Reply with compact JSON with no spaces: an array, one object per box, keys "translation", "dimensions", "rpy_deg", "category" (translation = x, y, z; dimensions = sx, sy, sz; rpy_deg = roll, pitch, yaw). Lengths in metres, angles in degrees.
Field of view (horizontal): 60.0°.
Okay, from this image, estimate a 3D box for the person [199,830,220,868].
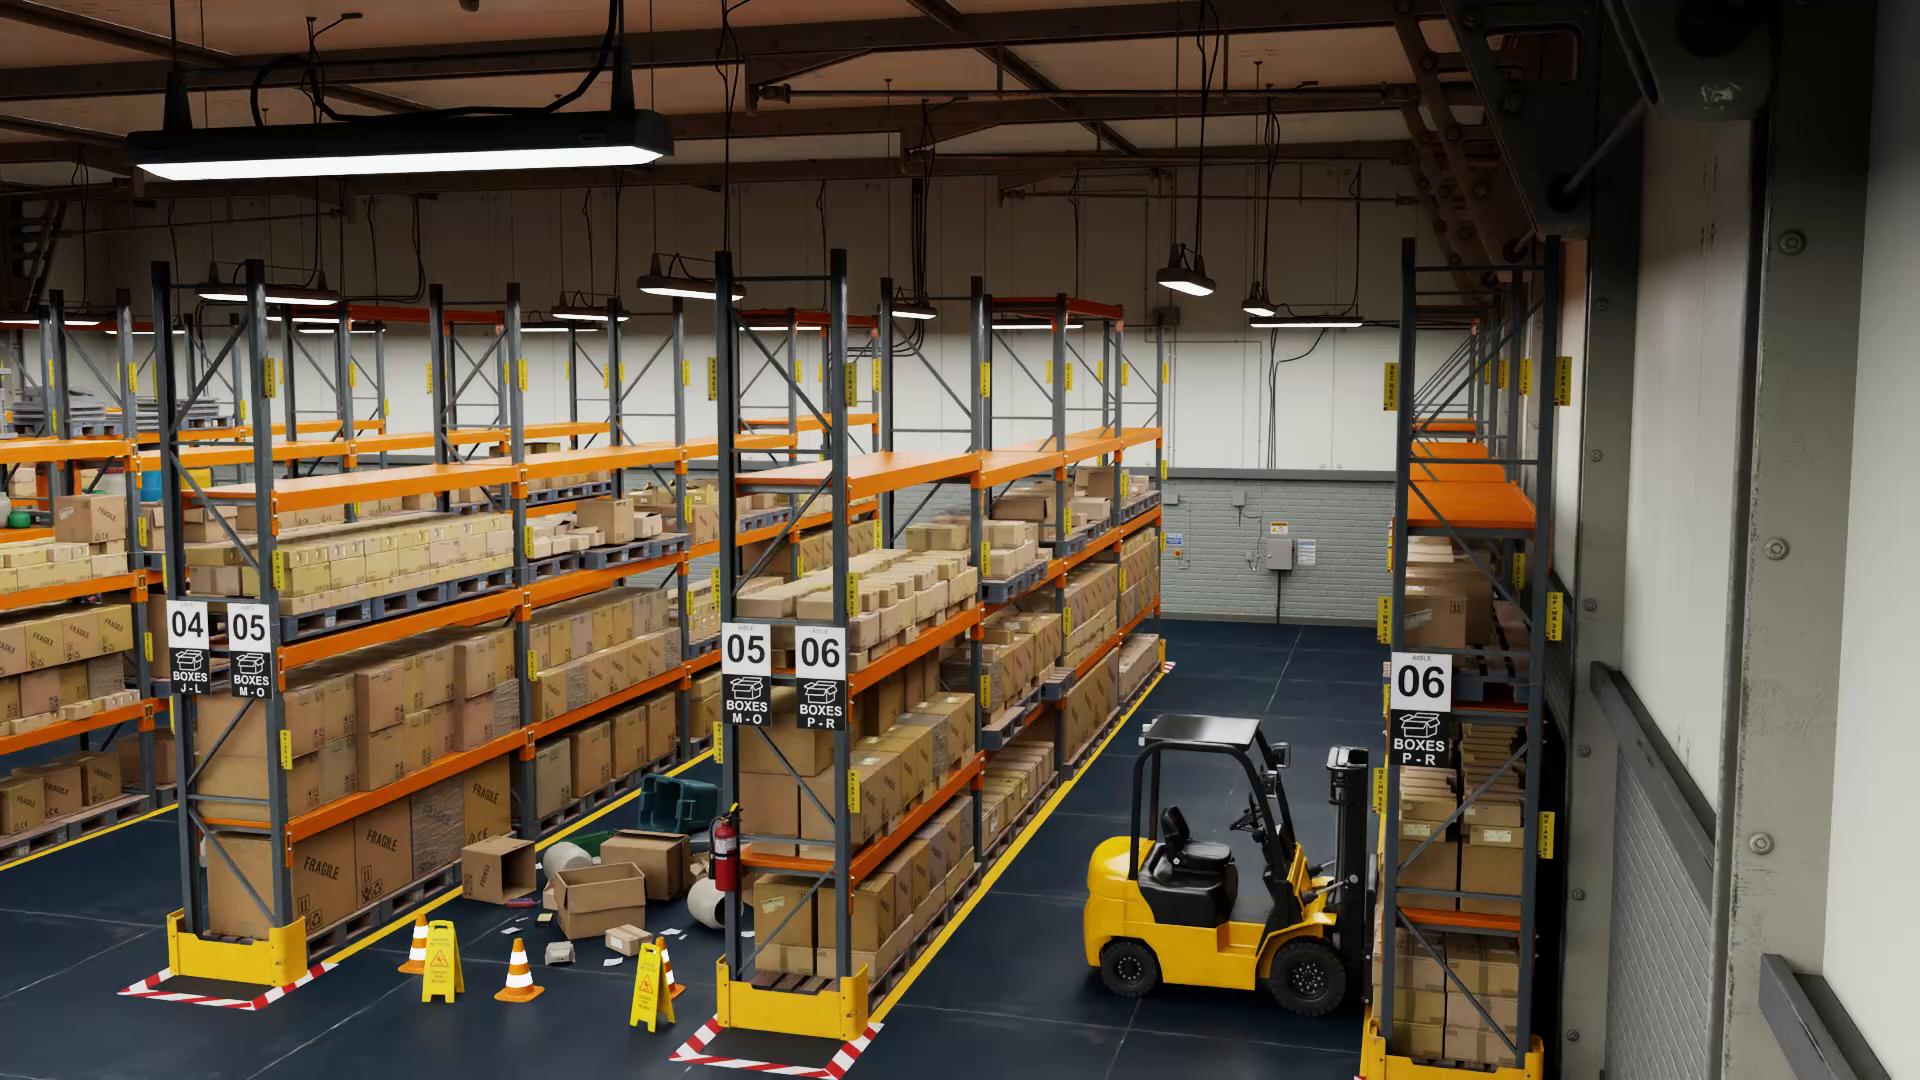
[{"translation":[-7.659,2.667,17.301],"dimensions":[0.438,1.334,1.116],"rpy_deg":[3,7,25],"category":"person"}]
